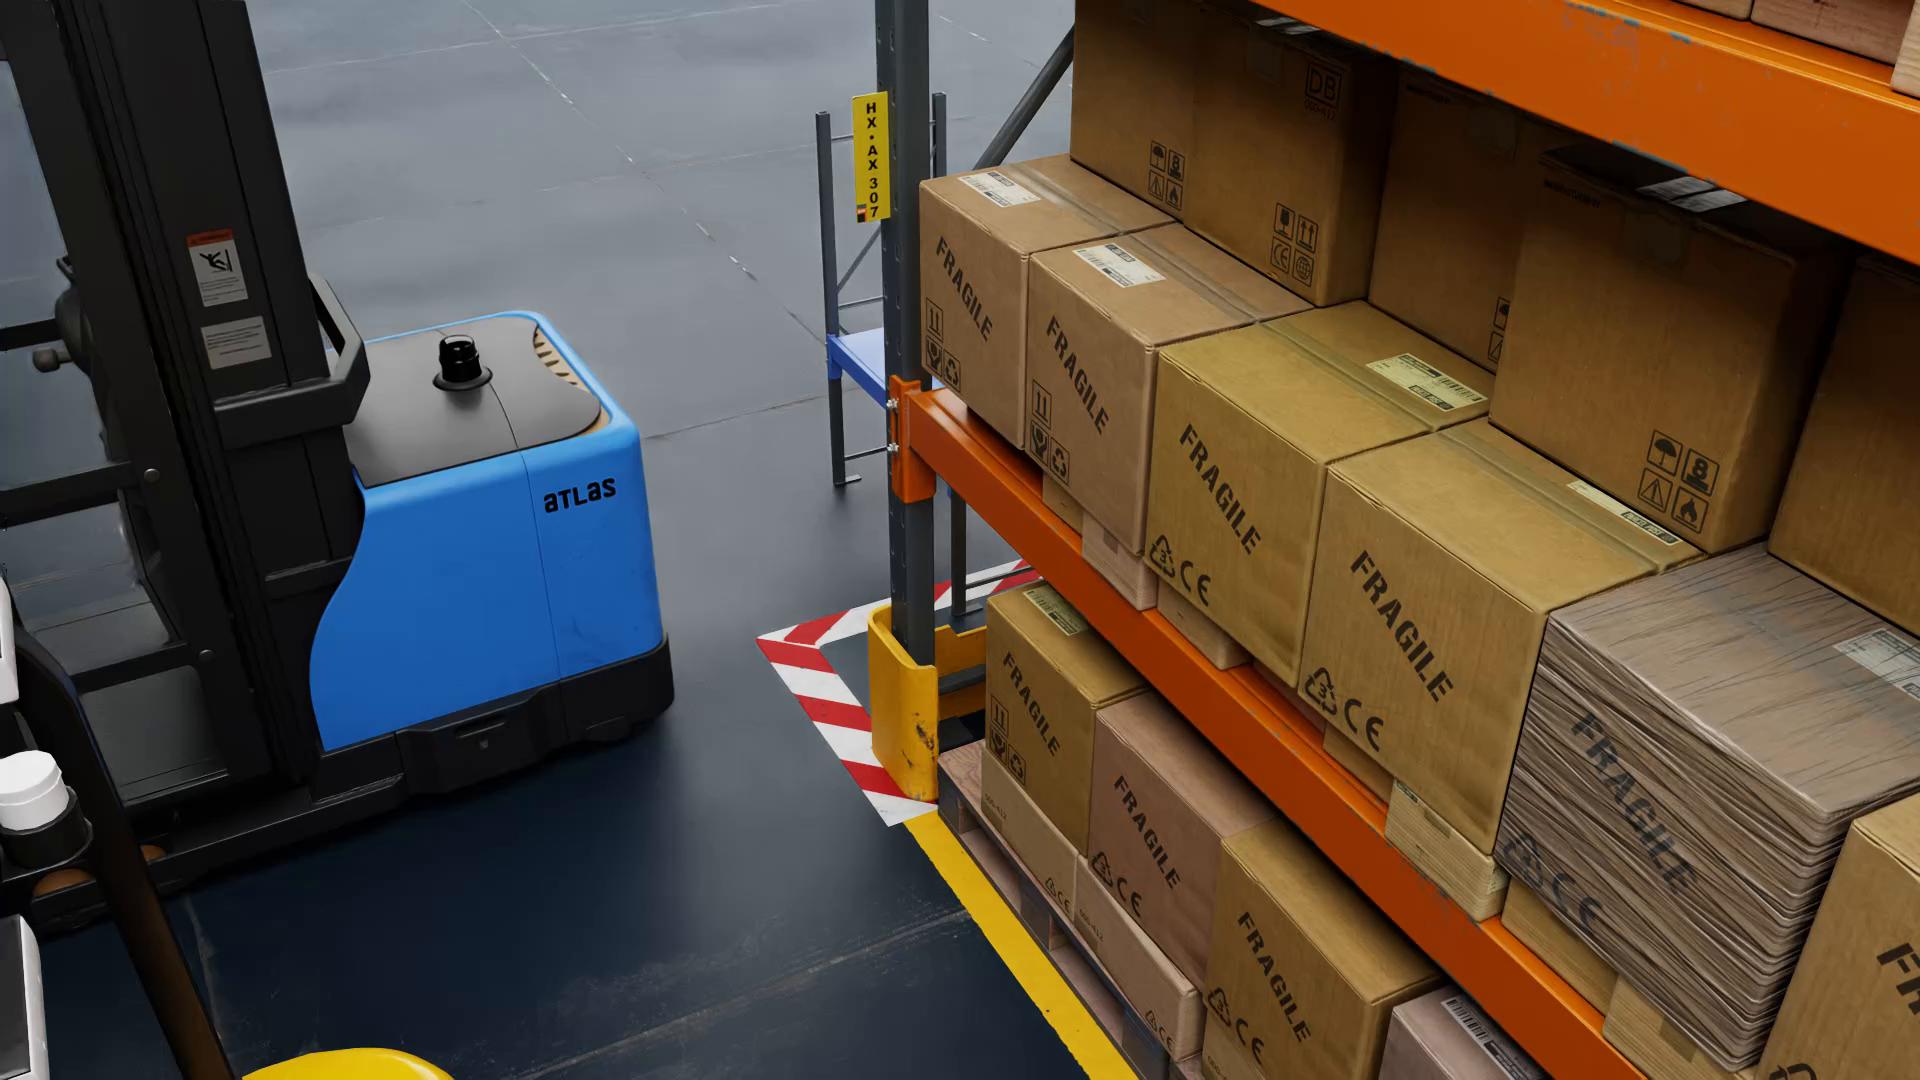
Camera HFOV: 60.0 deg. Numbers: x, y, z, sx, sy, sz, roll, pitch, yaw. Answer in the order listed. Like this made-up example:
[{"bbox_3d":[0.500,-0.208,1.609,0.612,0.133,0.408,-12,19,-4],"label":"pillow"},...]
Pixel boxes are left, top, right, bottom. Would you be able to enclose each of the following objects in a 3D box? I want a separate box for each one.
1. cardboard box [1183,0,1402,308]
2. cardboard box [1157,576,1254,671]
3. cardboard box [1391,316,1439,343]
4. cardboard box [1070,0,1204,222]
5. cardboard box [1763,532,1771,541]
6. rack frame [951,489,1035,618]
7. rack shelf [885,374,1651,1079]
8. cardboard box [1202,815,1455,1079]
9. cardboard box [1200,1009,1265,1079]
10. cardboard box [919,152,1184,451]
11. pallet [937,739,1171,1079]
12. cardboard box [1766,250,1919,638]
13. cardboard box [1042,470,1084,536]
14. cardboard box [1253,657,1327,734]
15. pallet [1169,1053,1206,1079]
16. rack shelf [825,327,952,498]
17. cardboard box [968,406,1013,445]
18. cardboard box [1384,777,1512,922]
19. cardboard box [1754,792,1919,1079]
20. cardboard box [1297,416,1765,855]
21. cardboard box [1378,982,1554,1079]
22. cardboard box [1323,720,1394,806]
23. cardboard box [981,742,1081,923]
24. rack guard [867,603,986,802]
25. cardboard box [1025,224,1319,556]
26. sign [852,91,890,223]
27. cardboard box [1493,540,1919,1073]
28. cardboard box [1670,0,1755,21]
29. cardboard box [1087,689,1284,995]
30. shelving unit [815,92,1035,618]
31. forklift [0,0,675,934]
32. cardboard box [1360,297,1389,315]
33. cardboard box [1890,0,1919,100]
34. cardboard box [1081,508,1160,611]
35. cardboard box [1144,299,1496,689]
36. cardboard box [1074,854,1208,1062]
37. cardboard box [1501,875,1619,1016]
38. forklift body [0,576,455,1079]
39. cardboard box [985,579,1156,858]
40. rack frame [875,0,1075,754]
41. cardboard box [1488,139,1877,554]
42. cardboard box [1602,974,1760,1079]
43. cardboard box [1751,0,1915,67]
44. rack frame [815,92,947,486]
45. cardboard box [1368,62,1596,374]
[{"bbox_3d":[0.923,-0.882,3.551,0.700,0.500,0.500,-16,36,-23],"label":"cardboard box"},{"bbox_3d":[0.648,0.106,3.537,0.380,0.149,0.250,-15,36,-22],"label":"cardboard box"},{"bbox_3d":[1.219,-0.224,3.450,0.500,0.500,0.500,-16,36,-23],"label":"cardboard box"},{"bbox_3d":[0.694,-1.125,3.931,0.700,0.500,0.500,-17,36,-24],"label":"cardboard box"},{"bbox_3d":[1.439,0.023,3.065,0.500,0.500,0.500,-15,36,-23],"label":"cardboard box"},{"bbox_3d":[0.197,-0.430,5.530,0.500,1.500,0.032,-16,36,-23],"label":"rack frame"},{"bbox_3d":[1.195,0.531,3.307,1.077,0.370,4.000,-16,36,-23],"label":"rack shelf"},{"bbox_3d":[0.880,0.895,3.537,0.500,0.500,0.500,-15,36,-22],"label":"cardboard box"},{"bbox_3d":[0.891,1.212,3.737,0.500,0.250,0.500,-13,35,-20],"label":"cardboard box"},{"bbox_3d":[0.238,-0.597,4.034,0.500,0.500,0.500,-16,36,-24],"label":"cardboard box"},{"bbox_3d":[0.646,0.881,4.679,1.003,0.211,1.213,-16,36,-23],"label":"pallet"},{"bbox_3d":[1.685,-0.166,2.433,0.700,0.500,0.500,-17,36,-24],"label":"cardboard box"},{"bbox_3d":[0.420,-0.142,3.924,0.380,0.149,0.250,-17,36,-25],"label":"cardboard box"},{"bbox_3d":[0.825,0.217,3.364,0.380,0.149,0.250,-15,35,-22],"label":"cardboard box"},{"bbox_3d":[1.211,1.463,3.771,1.003,0.211,1.213,-16,36,-23],"label":"pallet"},{"bbox_3d":[-0.040,-0.521,6.006,0.538,0.185,1.000,-16,36,-23],"label":"rack shelf"},{"bbox_3d":[0.238,-0.406,4.336,0.380,0.149,0.250,-16,36,-23],"label":"cardboard box"},{"bbox_3d":[0.987,0.485,2.946,0.380,0.149,0.250,-16,36,-23],"label":"cardboard box"},{"bbox_3d":[1.455,0.622,2.130,0.500,0.500,0.500,-15,35,-22],"label":"cardboard box"},{"bbox_3d":[0.966,0.132,2.894,0.500,0.500,0.500,-17,36,-24],"label":"cardboard box"},{"bbox_3d":[1.137,1.148,3.142,0.500,0.500,0.500,-14,35,-21],"label":"cardboard box"},{"bbox_3d":[0.921,0.350,3.156,0.380,0.149,0.250,-17,36,-24],"label":"cardboard box"},{"bbox_3d":[0.394,0.710,4.521,0.500,0.250,0.500,-16,36,-23],"label":"cardboard box"},{"bbox_3d":[0.298,0.363,5.220,1.175,0.500,0.348,-16,36,-23],"label":"rack guard"},{"bbox_3d":[0.483,-0.351,3.649,0.500,0.500,0.500,-15,35,-22],"label":"cardboard box"},{"bbox_3d":[-0.217,-0.954,4.156,0.100,0.325,0.005,-16,36,-23],"label":"sign"},{"bbox_3d":[1.209,0.376,2.514,0.500,0.500,0.500,-15,36,-22],"label":"cardboard box"},{"bbox_3d":[1.074,-0.810,2.186,0.380,0.149,0.250,-16,36,-24],"label":"cardboard box"},{"bbox_3d":[0.653,0.653,3.914,0.500,0.500,0.500,-17,36,-25],"label":"cardboard box"},{"bbox_3d":[-0.040,-0.672,5.909,0.538,1.500,1.048,-16,36,-23],"label":"shelving unit"},{"bbox_3d":[-2.453,-0.488,4.295,3.031,2.935,1.130,-17,36,-24],"label":"forklift"},{"bbox_3d":[0.989,-0.463,3.824,0.500,0.500,0.500,-16,36,-23],"label":"cardboard box"},{"bbox_3d":[1.244,-0.543,1.769,0.380,0.149,0.250,-15,36,-22],"label":"cardboard box"},{"bbox_3d":[0.498,-0.009,3.717,0.380,0.149,0.250,-15,36,-22],"label":"cardboard box"},{"bbox_3d":[0.721,-0.108,3.270,0.500,0.500,0.500,-17,36,-24],"label":"cardboard box"},{"bbox_3d":[0.626,0.955,4.138,0.500,0.250,0.500,-15,35,-21],"label":"cardboard box"},{"bbox_3d":[1.139,0.598,2.768,0.380,0.149,0.250,-17,36,-24],"label":"cardboard box"},{"bbox_3d":[-1.629,1.328,2.184,2.313,2.155,1.214,-16,36,-23],"label":"forklift body"},{"bbox_3d":[0.406,0.405,4.302,0.500,0.500,0.500,-17,36,-25],"label":"cardboard box"},{"bbox_3d":[0.263,-0.726,4.602,1.000,3.000,0.127,-16,36,-23],"label":"rack frame"},{"bbox_3d":[1.362,-0.391,2.785,0.700,0.500,0.500,-16,36,-23],"label":"cardboard box"},{"bbox_3d":[1.232,0.728,2.566,0.380,0.149,0.250,-16,36,-24],"label":"cardboard box"},{"bbox_3d":[1.197,-0.688,1.995,0.380,0.149,0.250,-15,36,-22],"label":"cardboard box"},{"bbox_3d":[-0.277,-0.915,6.288,0.500,1.500,0.032,-16,36,-23],"label":"rack frame"},{"bbox_3d":[1.252,-0.664,3.211,0.700,0.500,0.500,-16,36,-24],"label":"cardboard box"}]
